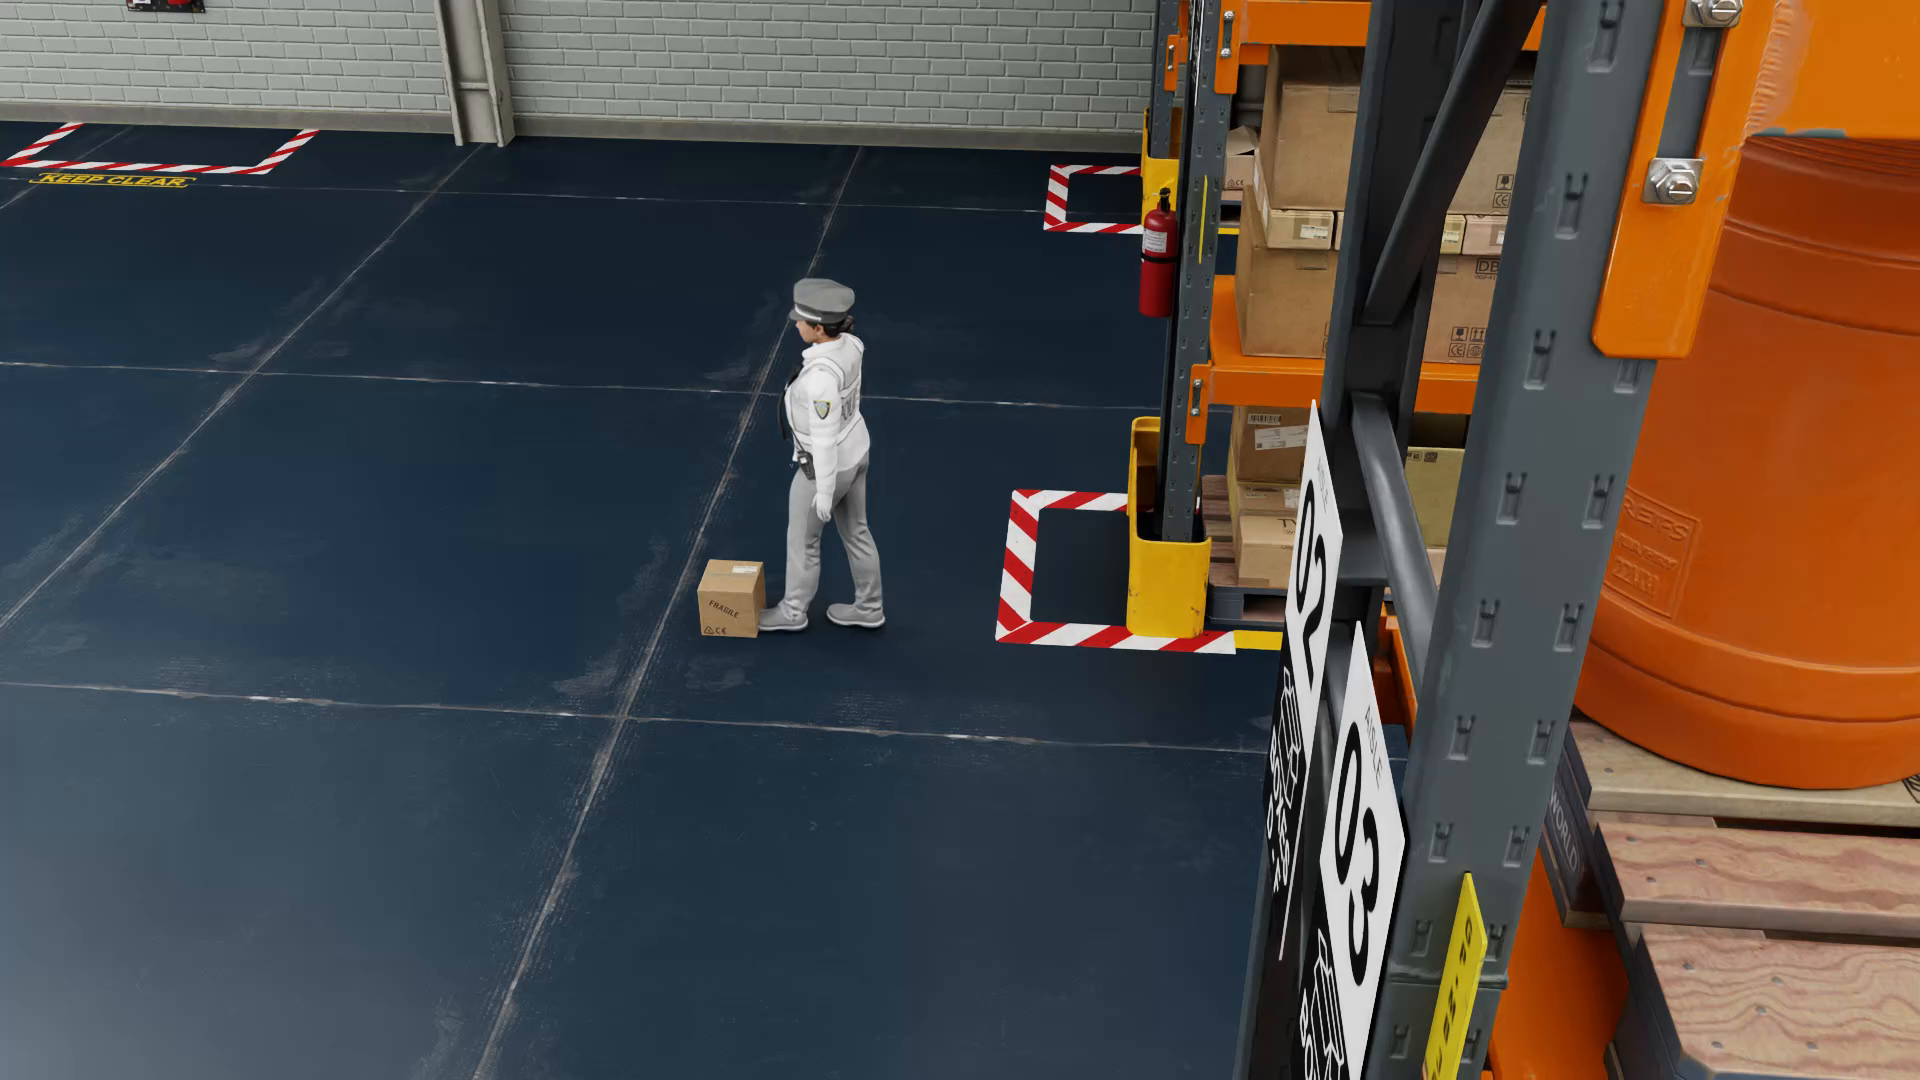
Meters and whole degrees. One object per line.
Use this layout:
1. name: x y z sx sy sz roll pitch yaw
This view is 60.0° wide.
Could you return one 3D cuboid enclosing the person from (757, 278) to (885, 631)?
1. person: -0.640 -0.344 7.150 0.611 1.668 0.503 11 34 17
